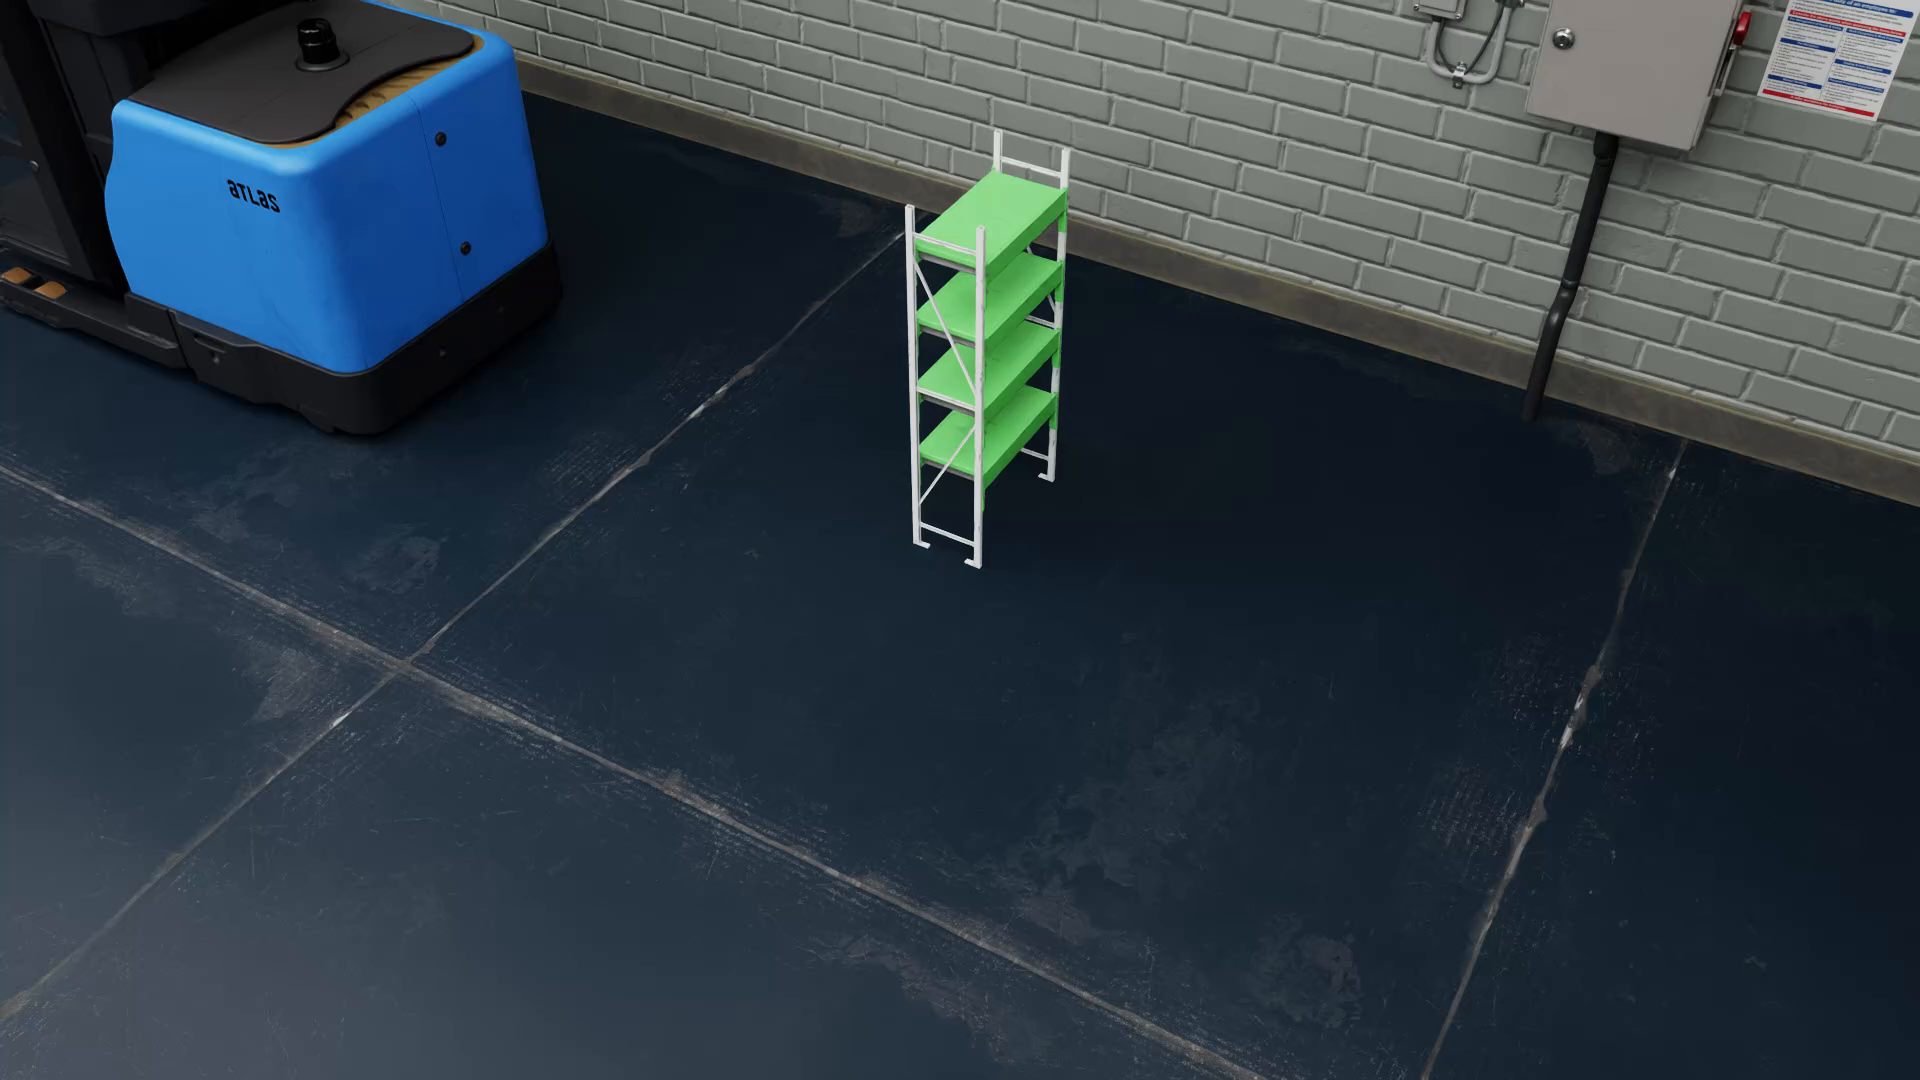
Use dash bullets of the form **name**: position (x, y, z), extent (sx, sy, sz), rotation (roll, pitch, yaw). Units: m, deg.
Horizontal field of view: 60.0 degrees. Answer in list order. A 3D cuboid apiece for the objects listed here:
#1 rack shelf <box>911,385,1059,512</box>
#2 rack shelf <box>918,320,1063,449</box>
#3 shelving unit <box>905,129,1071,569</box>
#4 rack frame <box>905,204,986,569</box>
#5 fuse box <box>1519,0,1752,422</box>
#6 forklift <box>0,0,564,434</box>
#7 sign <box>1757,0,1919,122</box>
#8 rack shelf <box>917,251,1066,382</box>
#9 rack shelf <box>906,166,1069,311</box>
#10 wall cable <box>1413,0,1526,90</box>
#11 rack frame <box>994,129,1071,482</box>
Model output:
- **rack shelf**: position (0.083, -0.317, 5.162), extent (0.258, 0.148, 0.480), rotation (21, 45, 22)
- **rack shelf**: position (0.083, -0.497, 5.003), extent (0.258, 0.148, 0.480), rotation (21, 45, 22)
- **shelving unit**: position (0.083, -0.545, 4.961), extent (0.258, 1.200, 0.503), rotation (21, 45, 22)
- **rack frame**: position (-0.039, -0.405, 4.802), extent (0.240, 1.200, 0.015), rotation (21, 45, 22)
- **fuse box**: position (1.967, -1.043, 5.139), extent (0.539, 1.711, 0.414), rotation (21, 45, 22)
- **forklift**: position (-3.009, -2.165, 5.491), extent (3.031, 2.935, 1.130), rotation (20, 45, 22)
- **sign**: position (2.499, -1.446, 4.694), extent (0.329, 0.494, 0.001), rotation (21, 45, 22)
- **rack shelf**: position (0.083, -0.677, 4.845), extent (0.258, 0.148, 0.480), rotation (21, 45, 22)
- **rack shelf**: position (0.083, -0.857, 4.686), extent (0.258, 0.148, 0.480), rotation (21, 45, 22)
- **wall cable**: position (1.455, -2.223, 4.736), extent (0.588, 1.984, 0.122), rotation (21, 45, 22)
- **rack frame**: position (0.205, -0.685, 5.120), extent (0.240, 1.200, 0.015), rotation (21, 45, 22)
